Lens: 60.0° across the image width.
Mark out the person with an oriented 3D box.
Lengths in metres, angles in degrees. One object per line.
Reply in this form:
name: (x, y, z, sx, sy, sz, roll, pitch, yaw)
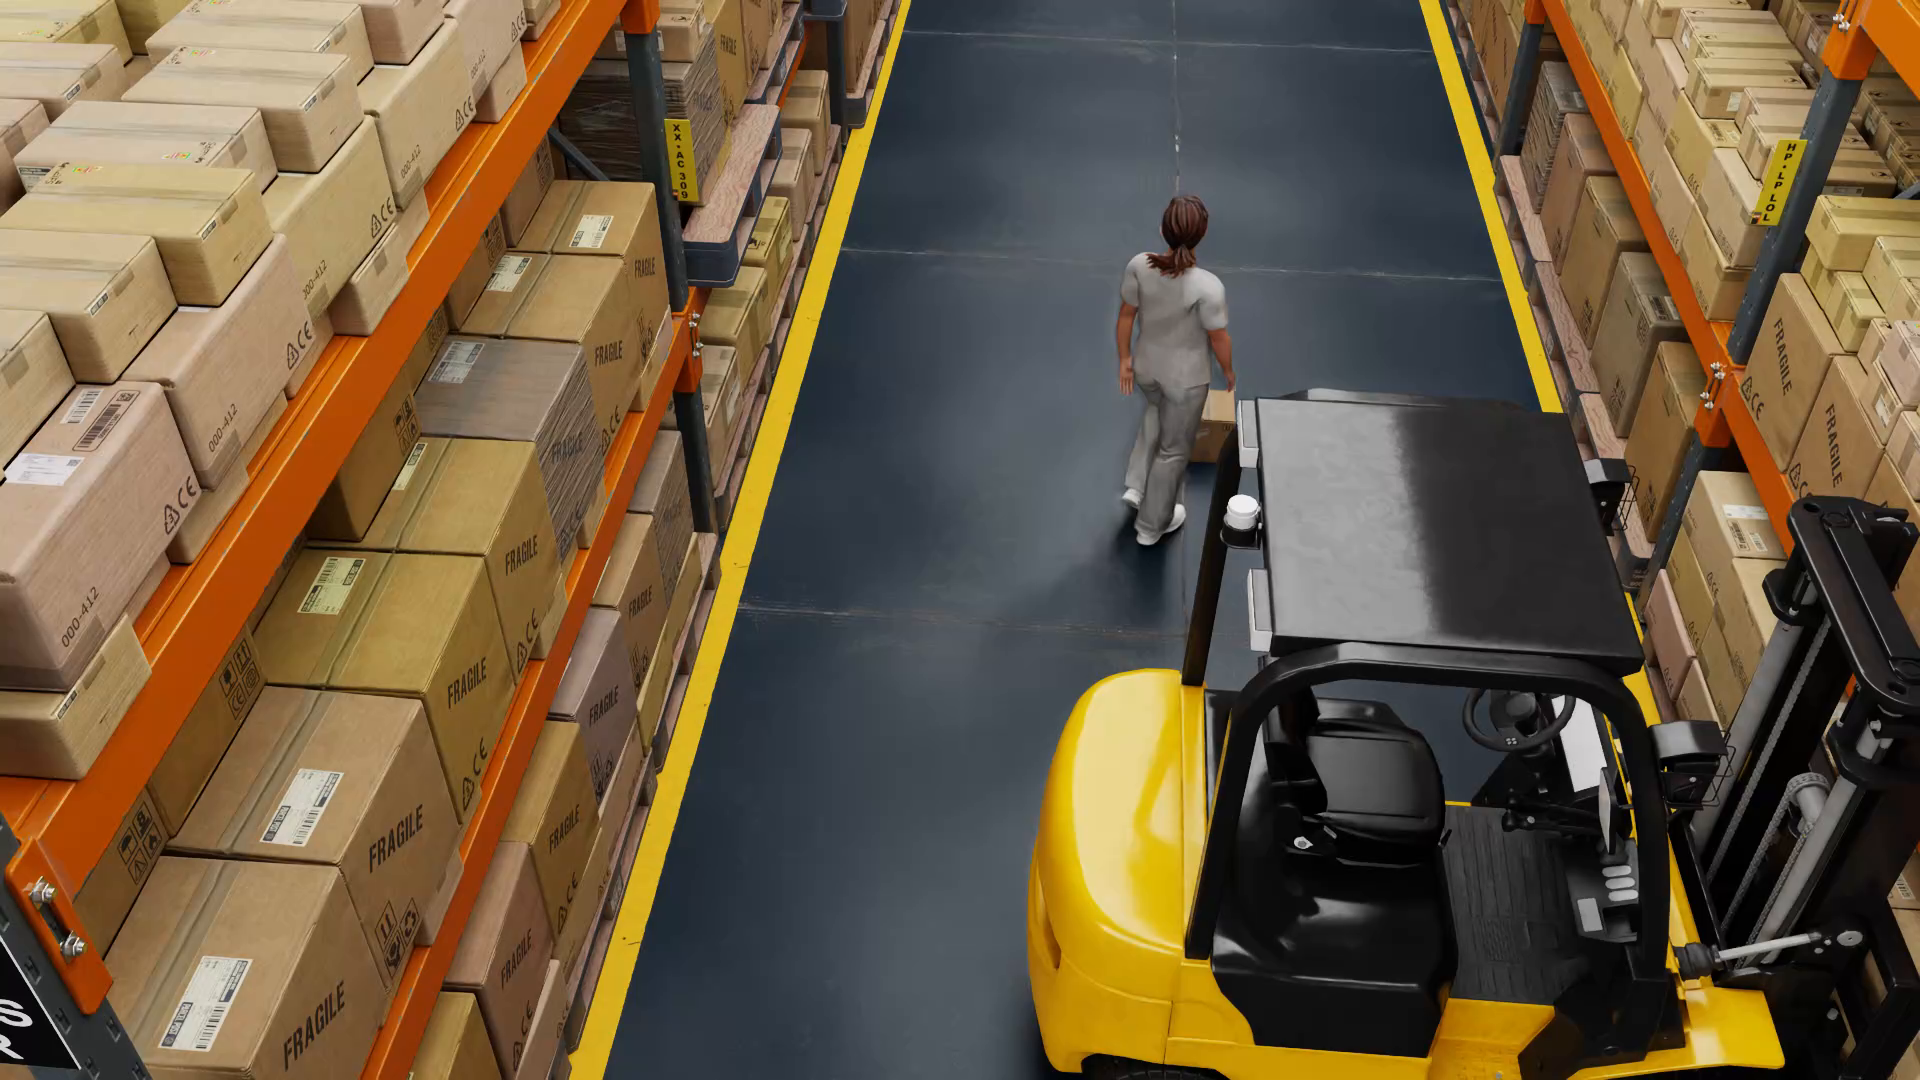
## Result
person: (0.909, -0.706, 6.981, 0.458, 1.687, 0.467, 30, 48, 30)
